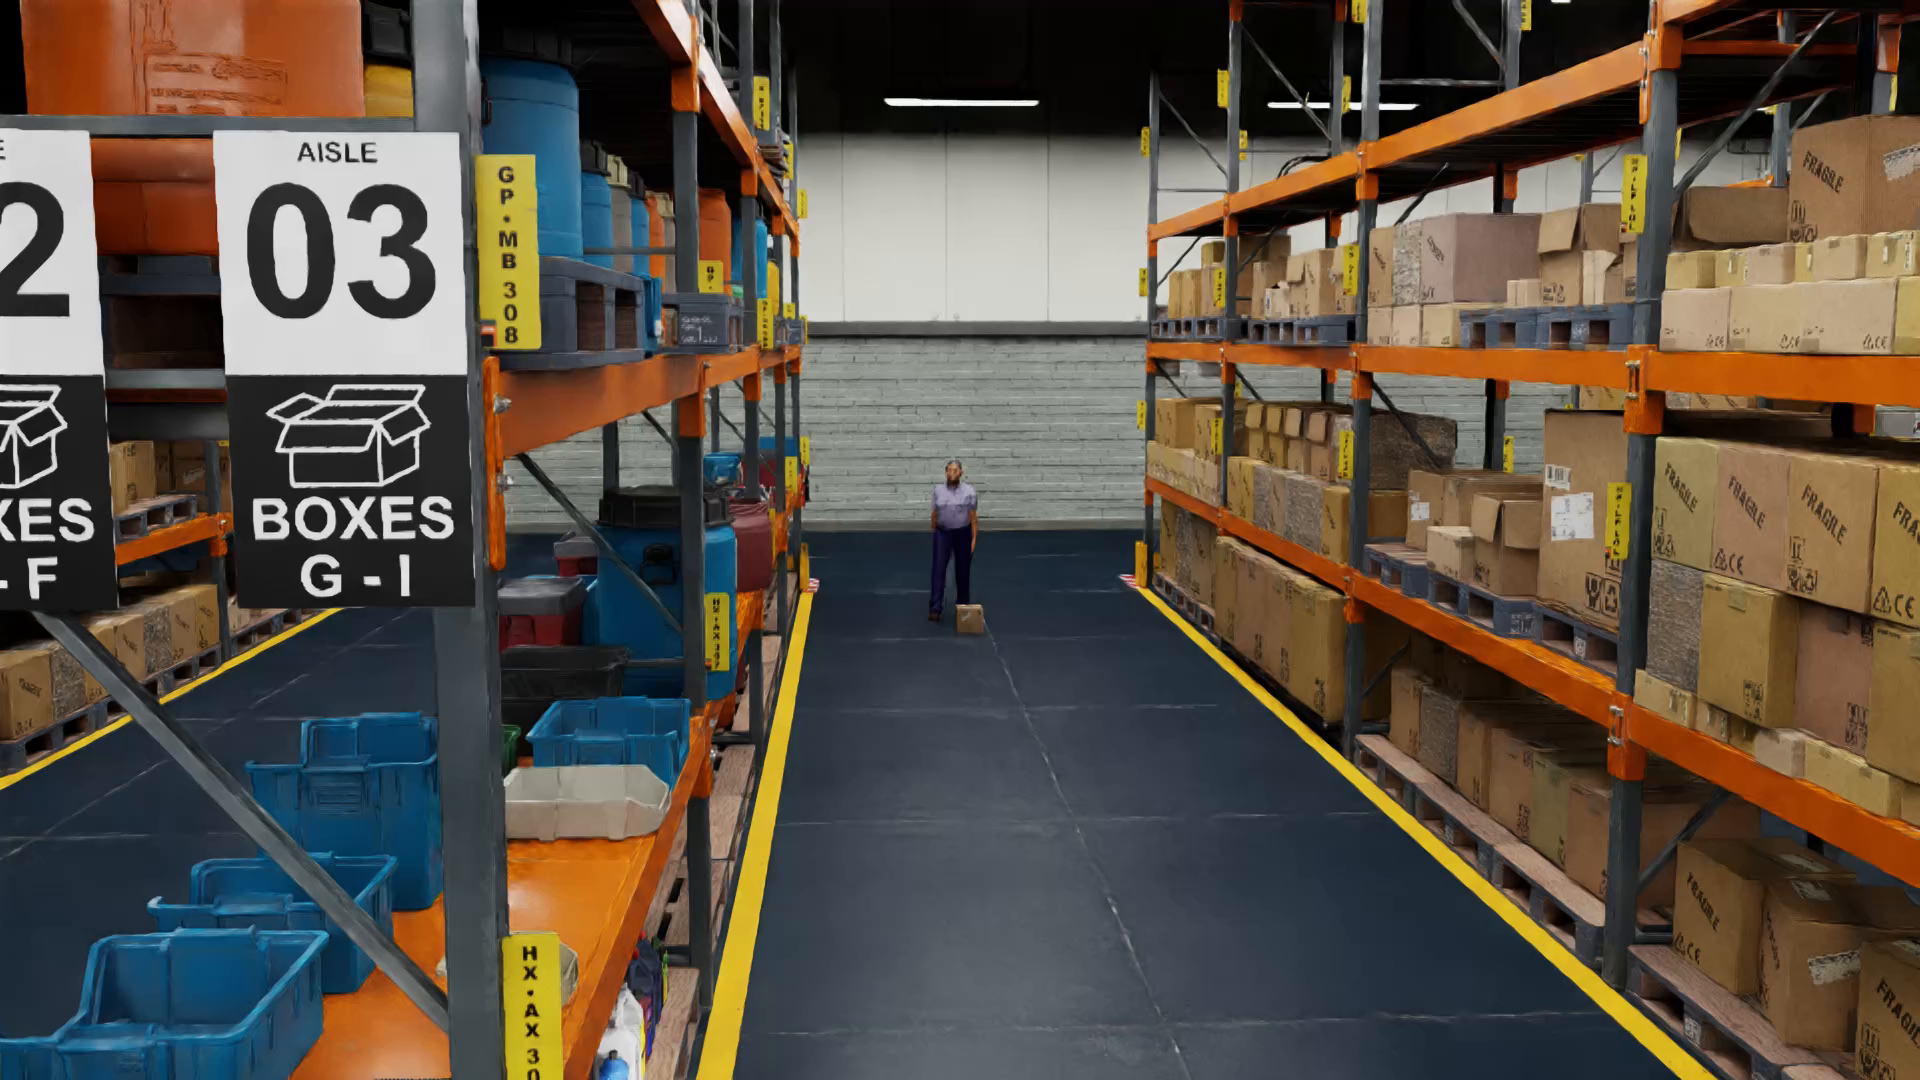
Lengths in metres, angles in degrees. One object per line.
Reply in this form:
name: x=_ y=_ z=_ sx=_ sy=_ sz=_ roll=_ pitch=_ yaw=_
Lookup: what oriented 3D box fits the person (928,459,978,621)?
person: x=-0.066 y=0.005 z=16.748 sx=0.478 sy=1.634 sz=0.745 roll=0 pitch=7 yaw=4
